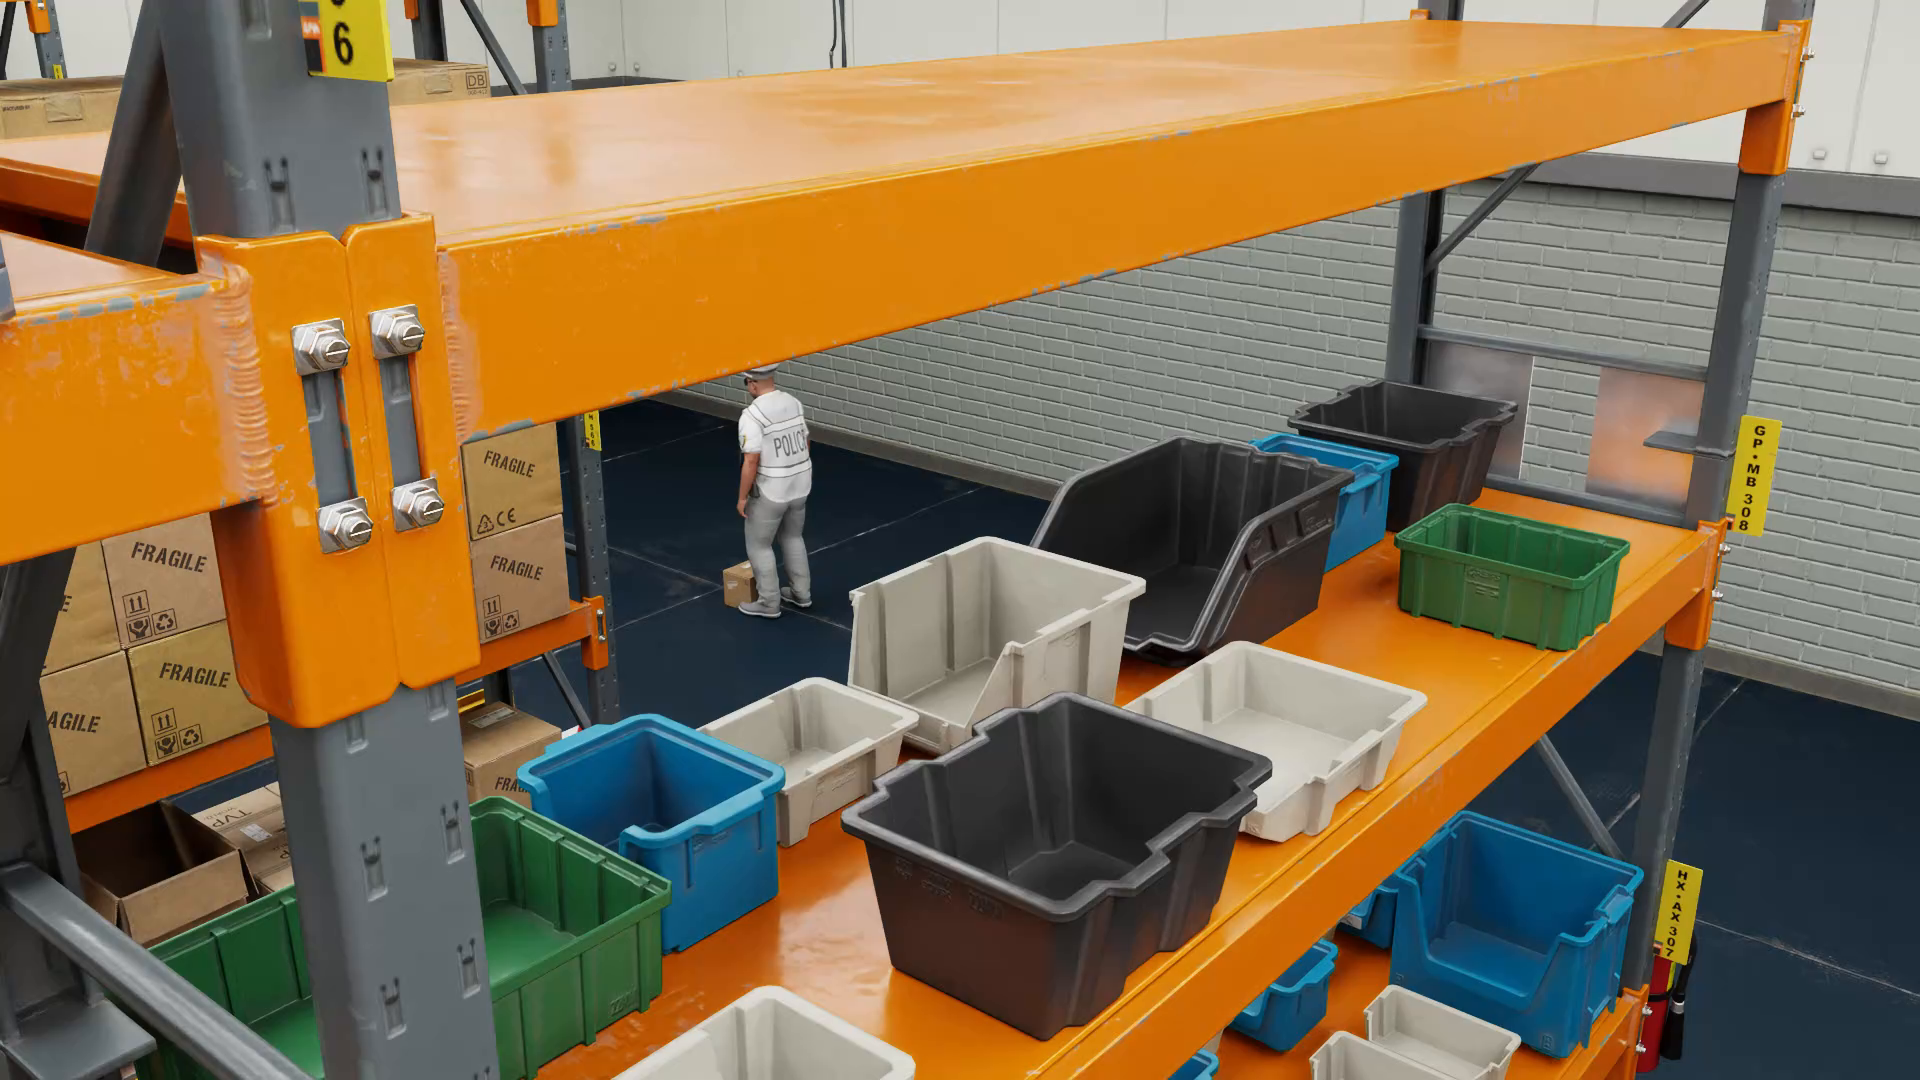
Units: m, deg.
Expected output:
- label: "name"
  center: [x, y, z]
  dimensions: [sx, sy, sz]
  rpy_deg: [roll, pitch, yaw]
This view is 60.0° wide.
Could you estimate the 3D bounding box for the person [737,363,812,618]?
- label: "person"
  center: [-1.228, -0.337, 10.987]
  dimensions: [0.468, 1.748, 0.586]
  rpy_deg: [16, 25, 37]
